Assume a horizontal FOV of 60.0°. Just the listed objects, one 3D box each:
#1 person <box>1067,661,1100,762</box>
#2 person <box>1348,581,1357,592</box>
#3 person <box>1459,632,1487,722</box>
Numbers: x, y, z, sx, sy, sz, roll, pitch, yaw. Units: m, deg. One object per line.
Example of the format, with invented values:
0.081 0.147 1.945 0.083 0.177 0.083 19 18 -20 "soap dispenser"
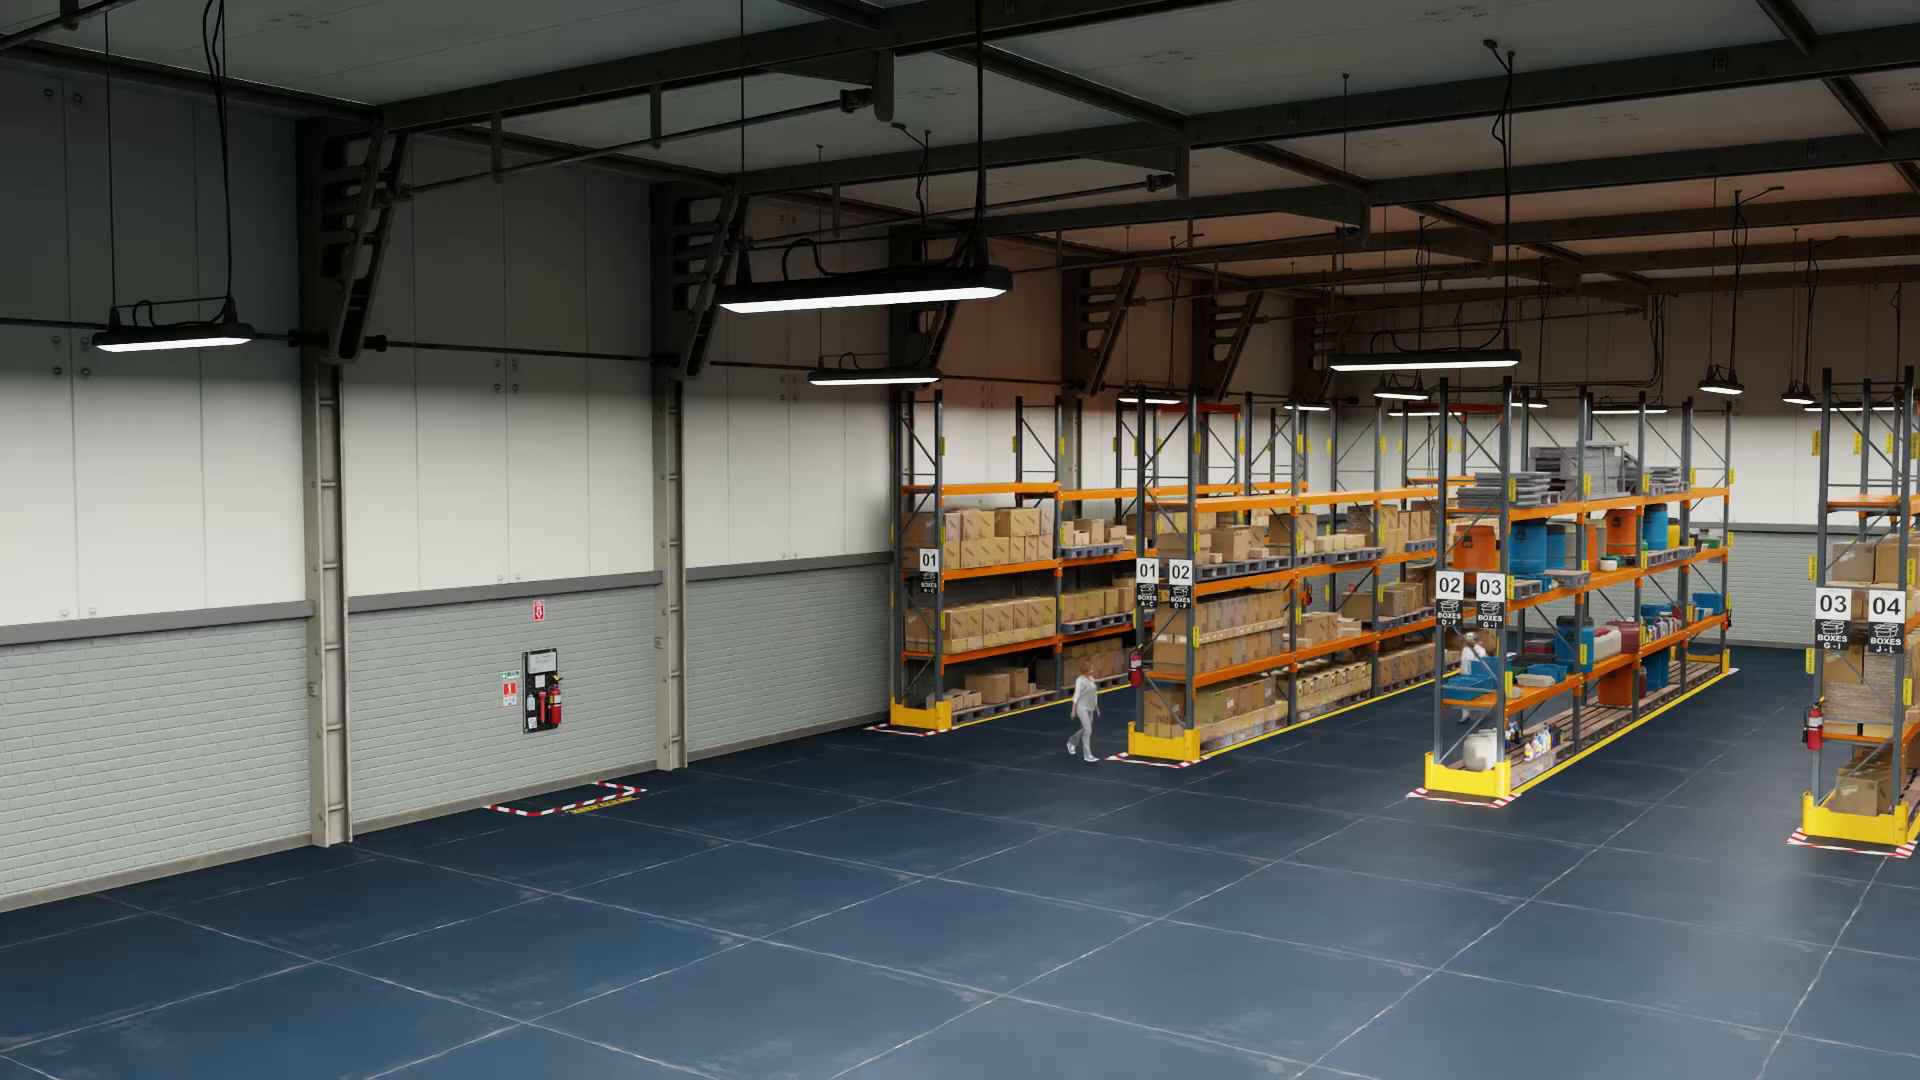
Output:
1.968 2.720 26.616 0.751 1.553 0.445 2 4 37 "person"
9.456 1.869 40.358 0.492 1.726 0.576 0 3 -1 "person"
9.367 2.476 30.242 0.496 1.618 0.857 2 4 33 "person"
